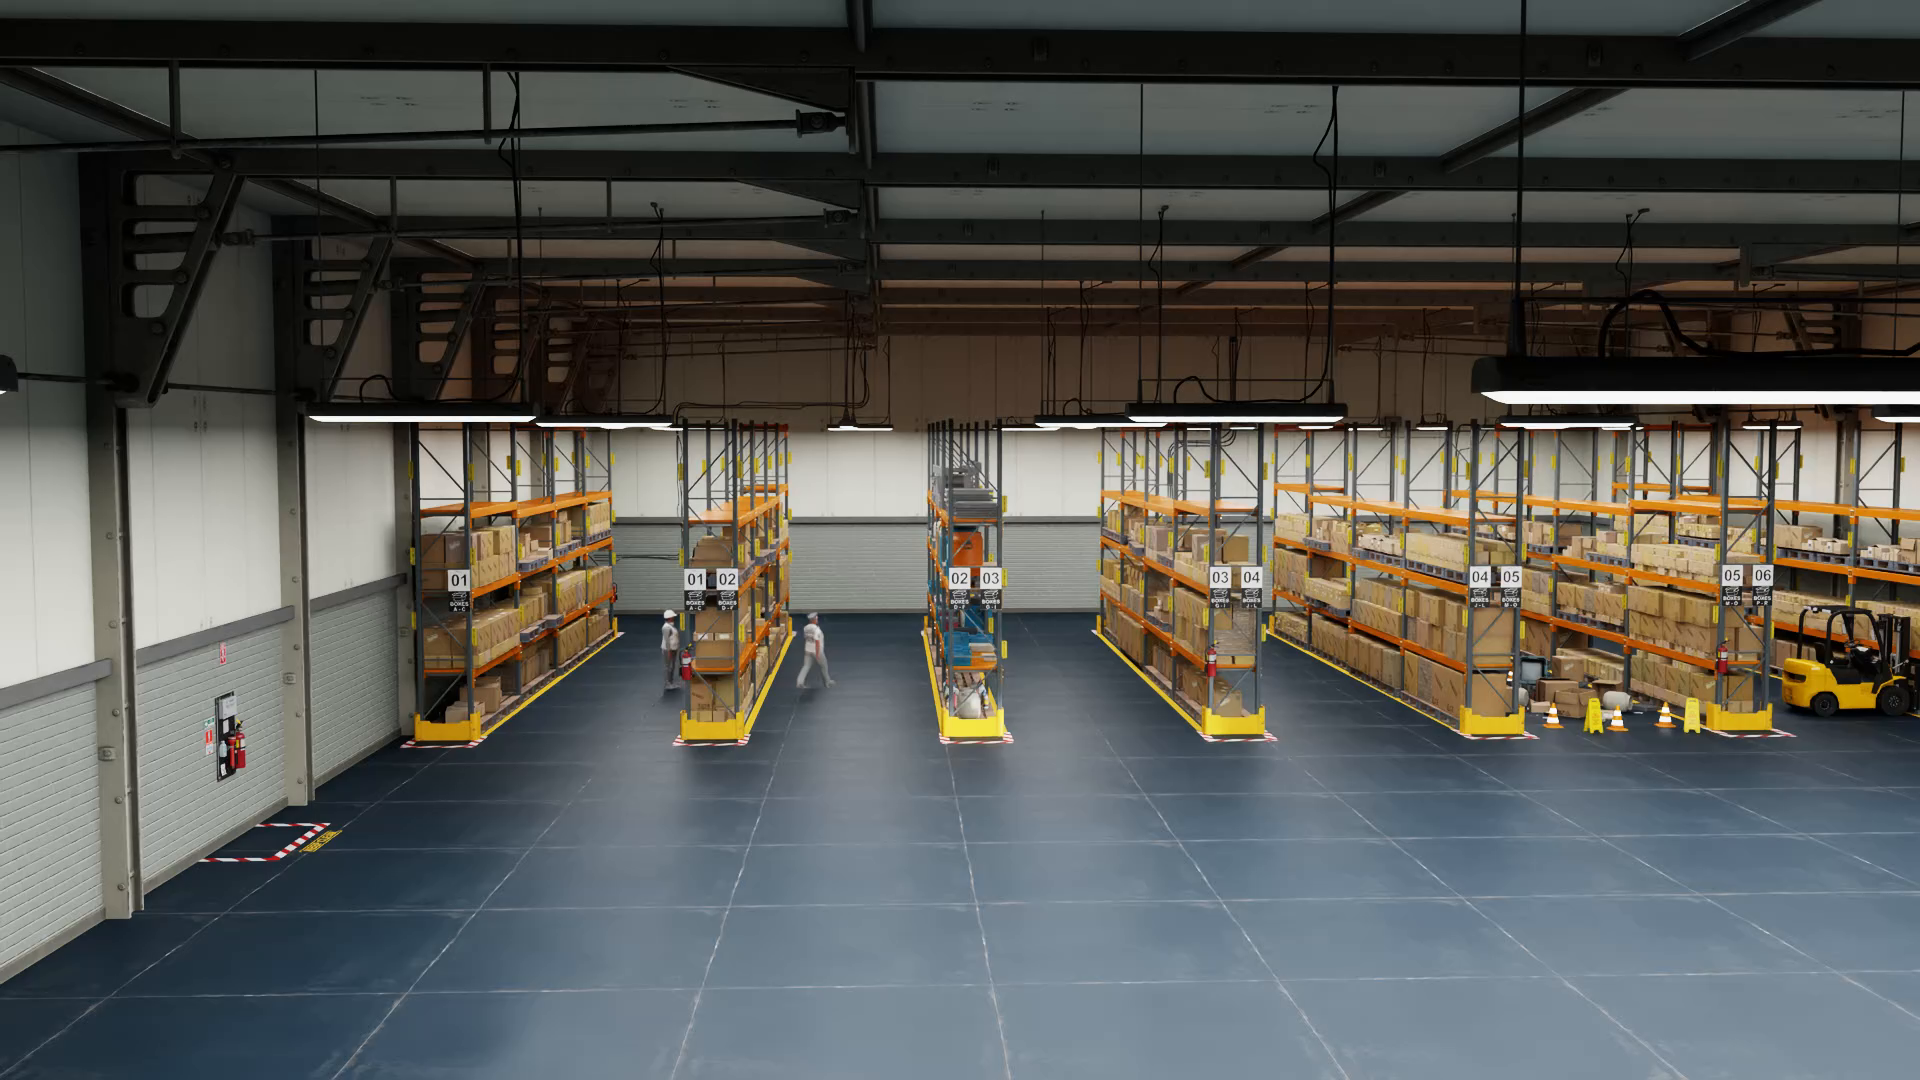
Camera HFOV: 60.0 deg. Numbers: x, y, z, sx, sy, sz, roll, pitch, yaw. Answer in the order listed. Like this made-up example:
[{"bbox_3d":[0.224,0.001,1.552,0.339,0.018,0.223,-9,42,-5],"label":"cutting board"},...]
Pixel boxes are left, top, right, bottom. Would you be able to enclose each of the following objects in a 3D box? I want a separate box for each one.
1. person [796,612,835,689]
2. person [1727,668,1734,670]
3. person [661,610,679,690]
[{"bbox_3d":[-3.237,2.475,37.208,0.520,1.728,1.070,3,4,34],"label":"person"},{"bbox_3d":[18.028,2.388,39.159,0.551,1.690,0.724,-1,4,-16],"label":"person"},{"bbox_3d":[-6.493,2.450,37.221,0.366,1.780,0.567,1,4,10],"label":"person"}]
